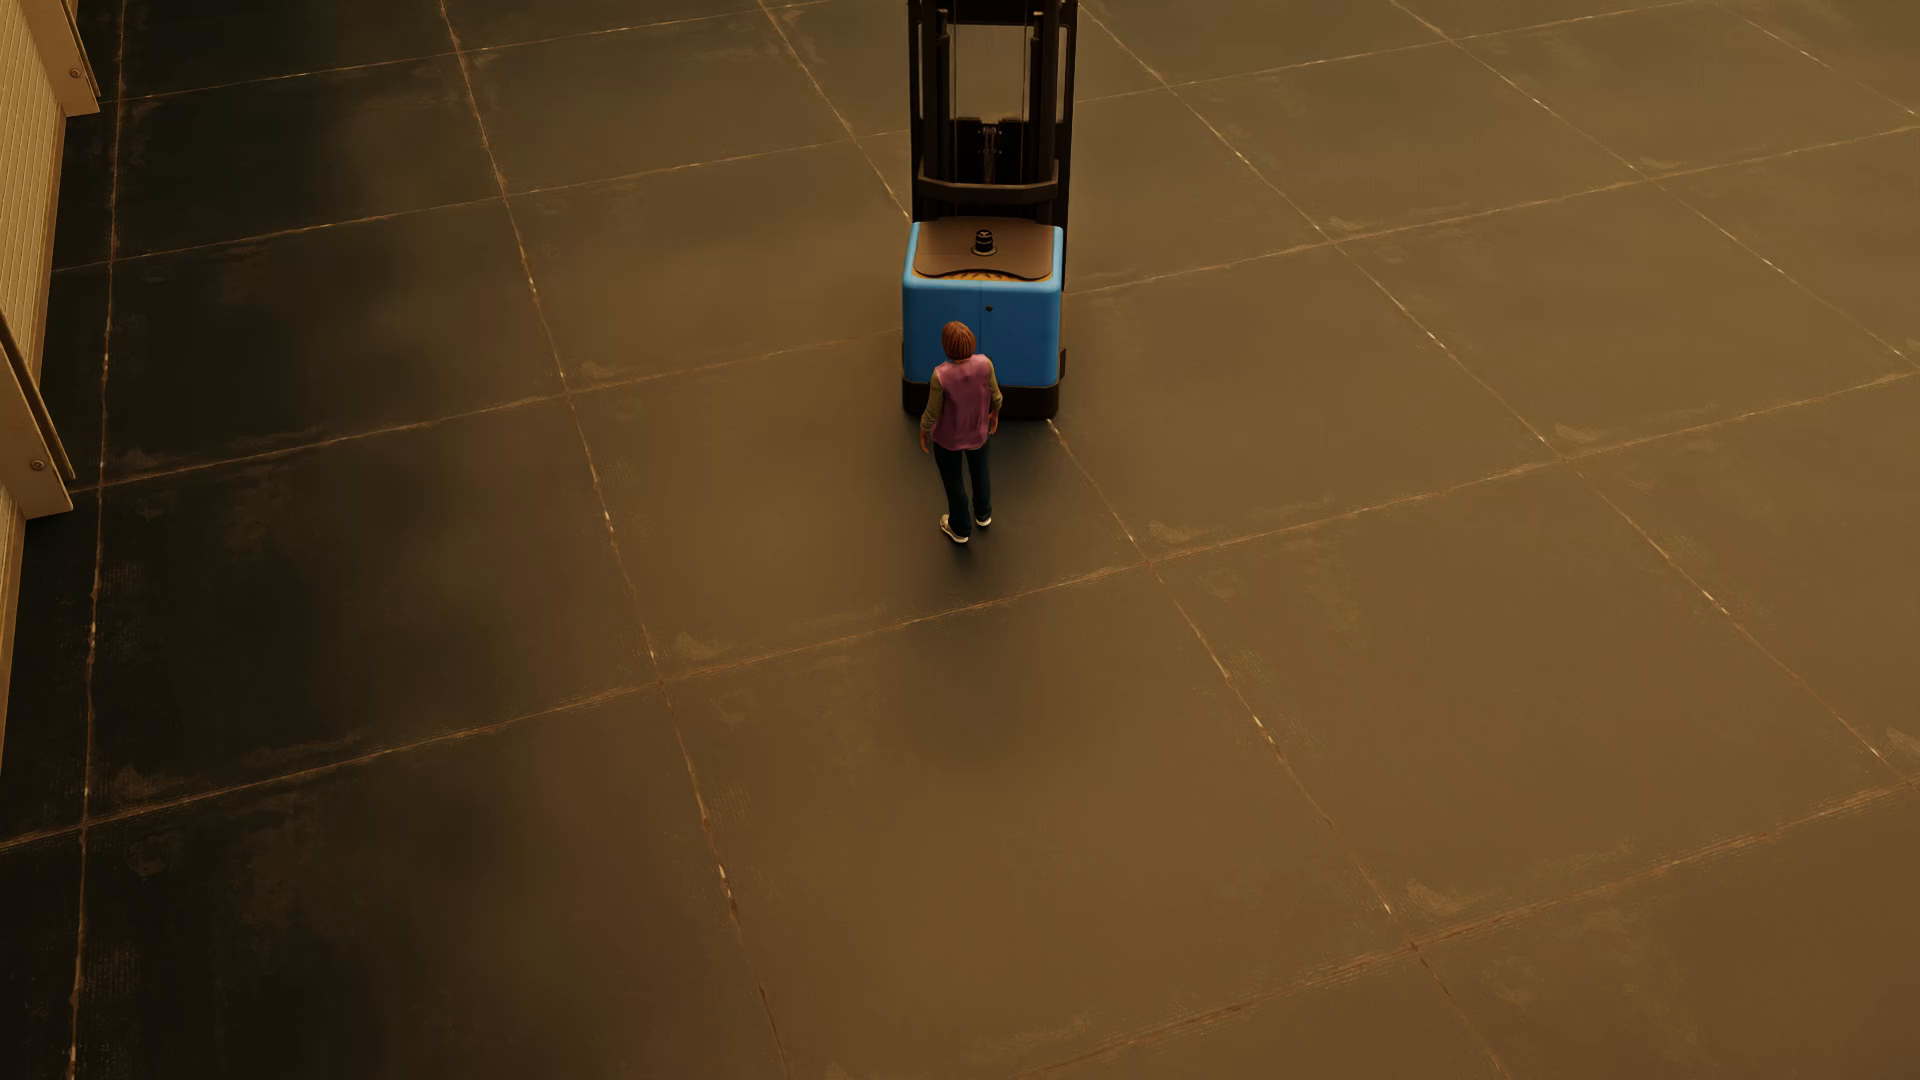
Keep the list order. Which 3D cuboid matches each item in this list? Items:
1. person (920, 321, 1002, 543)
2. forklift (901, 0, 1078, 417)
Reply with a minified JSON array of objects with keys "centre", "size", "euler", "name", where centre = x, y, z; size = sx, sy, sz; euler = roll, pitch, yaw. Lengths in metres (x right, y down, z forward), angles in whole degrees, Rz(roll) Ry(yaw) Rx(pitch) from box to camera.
[{"centre":[-0.012,-0.659,9.819],"size":[0.520,1.582,0.476],"euler":[-13,42,-15],"name":"person"},{"centre":[0.227,-2.878,11.423],"size":[1.130,2.935,3.031],"euler":[2,40,3],"name":"forklift"}]
